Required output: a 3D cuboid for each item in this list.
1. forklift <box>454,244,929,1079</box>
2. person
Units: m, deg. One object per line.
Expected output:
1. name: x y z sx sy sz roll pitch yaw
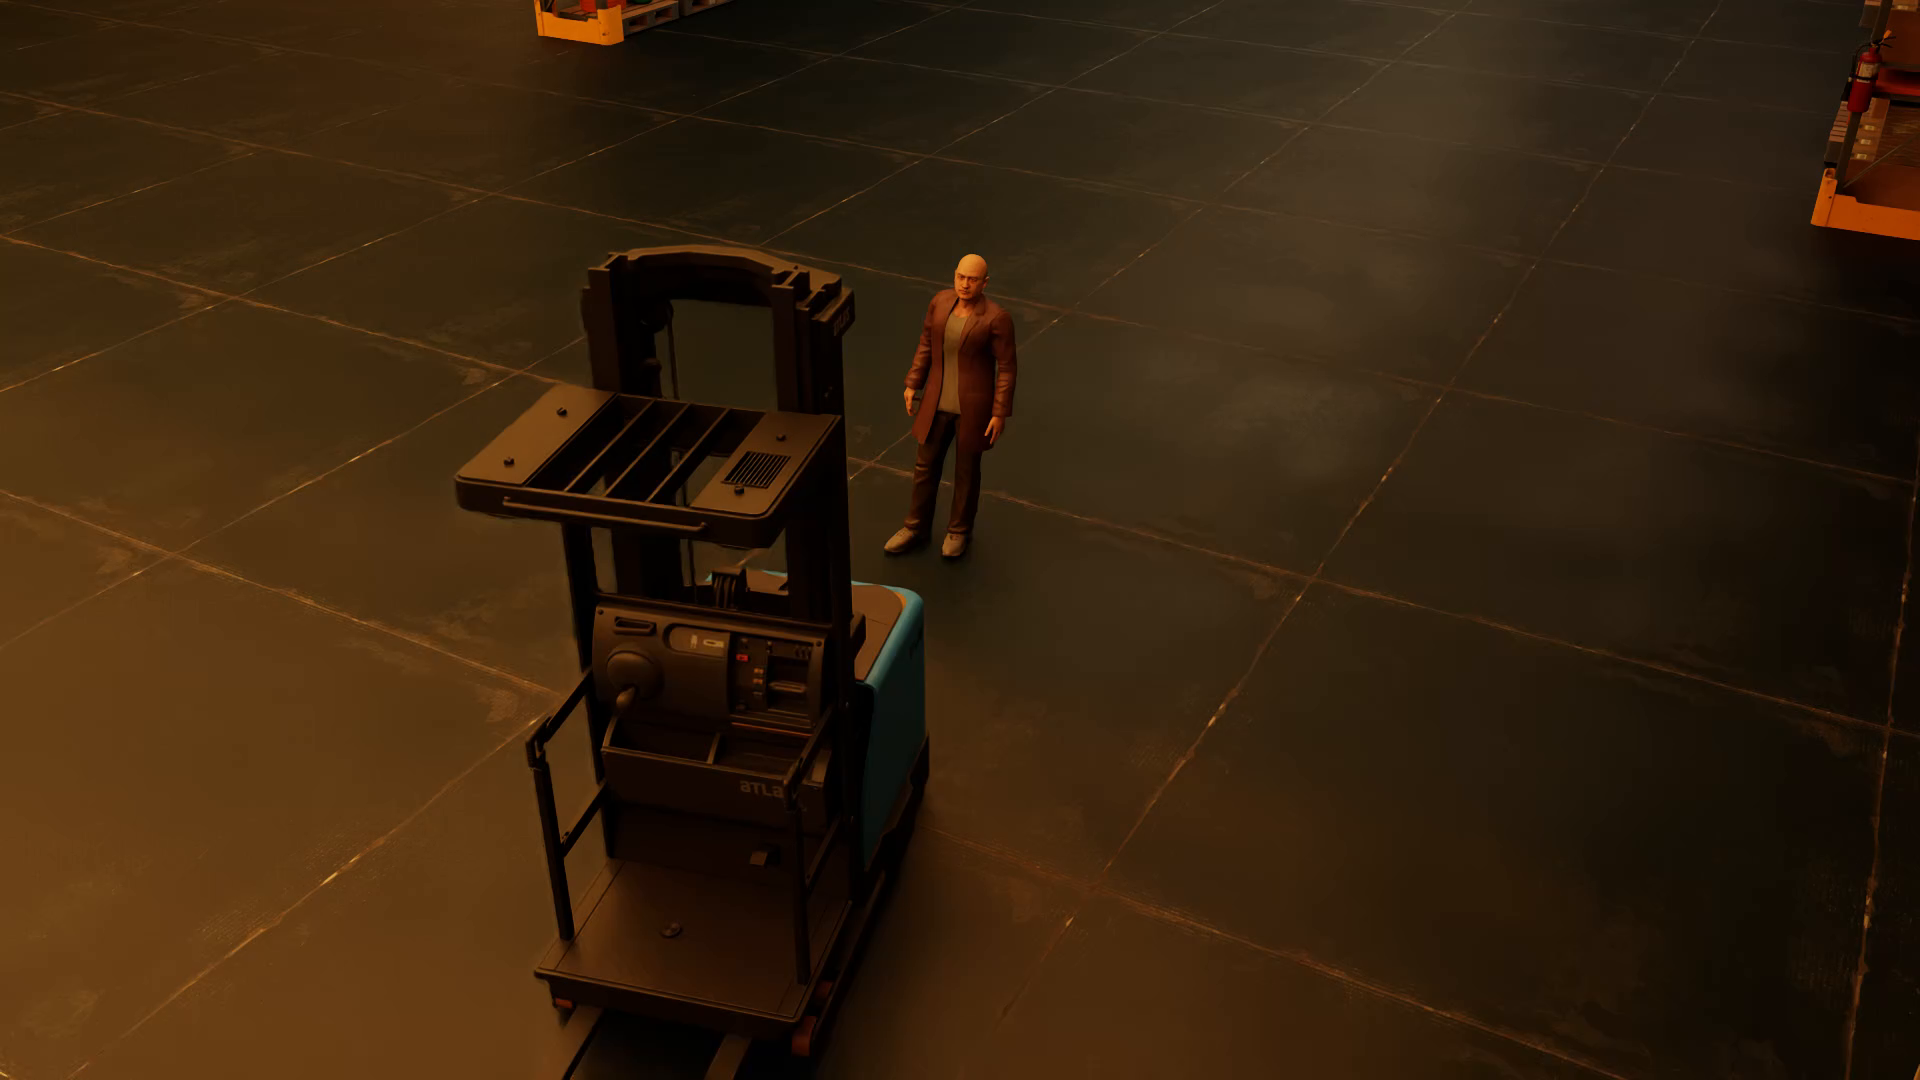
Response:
1. forklift: -1.009 0.537 6.140 1.130 2.935 3.031 7 31 12
2. person: -0.048 -0.738 9.488 0.696 1.776 0.582 15 33 25
